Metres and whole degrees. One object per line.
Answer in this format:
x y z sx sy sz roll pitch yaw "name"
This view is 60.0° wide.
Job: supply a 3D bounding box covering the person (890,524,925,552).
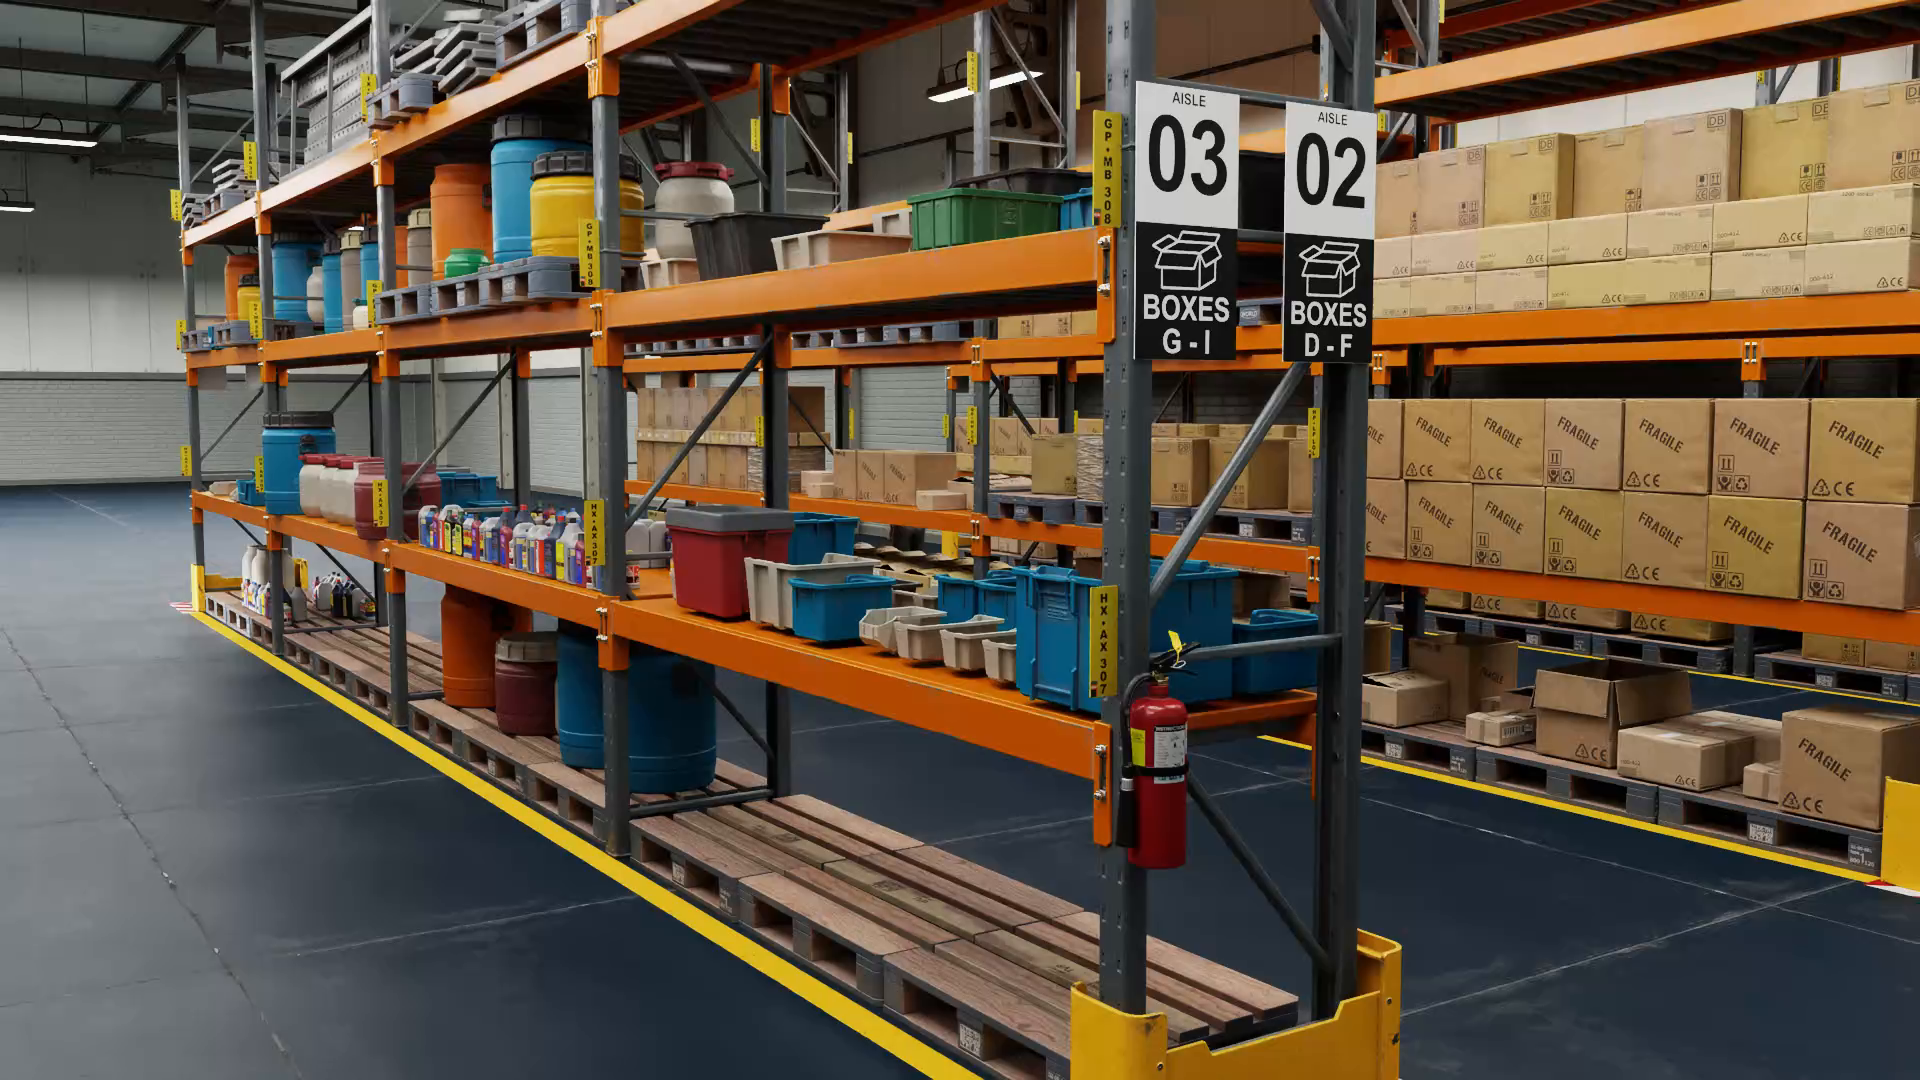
-0.594 -0.134 19.171 0.520 1.653 0.349 -4 6 -36 "person"
